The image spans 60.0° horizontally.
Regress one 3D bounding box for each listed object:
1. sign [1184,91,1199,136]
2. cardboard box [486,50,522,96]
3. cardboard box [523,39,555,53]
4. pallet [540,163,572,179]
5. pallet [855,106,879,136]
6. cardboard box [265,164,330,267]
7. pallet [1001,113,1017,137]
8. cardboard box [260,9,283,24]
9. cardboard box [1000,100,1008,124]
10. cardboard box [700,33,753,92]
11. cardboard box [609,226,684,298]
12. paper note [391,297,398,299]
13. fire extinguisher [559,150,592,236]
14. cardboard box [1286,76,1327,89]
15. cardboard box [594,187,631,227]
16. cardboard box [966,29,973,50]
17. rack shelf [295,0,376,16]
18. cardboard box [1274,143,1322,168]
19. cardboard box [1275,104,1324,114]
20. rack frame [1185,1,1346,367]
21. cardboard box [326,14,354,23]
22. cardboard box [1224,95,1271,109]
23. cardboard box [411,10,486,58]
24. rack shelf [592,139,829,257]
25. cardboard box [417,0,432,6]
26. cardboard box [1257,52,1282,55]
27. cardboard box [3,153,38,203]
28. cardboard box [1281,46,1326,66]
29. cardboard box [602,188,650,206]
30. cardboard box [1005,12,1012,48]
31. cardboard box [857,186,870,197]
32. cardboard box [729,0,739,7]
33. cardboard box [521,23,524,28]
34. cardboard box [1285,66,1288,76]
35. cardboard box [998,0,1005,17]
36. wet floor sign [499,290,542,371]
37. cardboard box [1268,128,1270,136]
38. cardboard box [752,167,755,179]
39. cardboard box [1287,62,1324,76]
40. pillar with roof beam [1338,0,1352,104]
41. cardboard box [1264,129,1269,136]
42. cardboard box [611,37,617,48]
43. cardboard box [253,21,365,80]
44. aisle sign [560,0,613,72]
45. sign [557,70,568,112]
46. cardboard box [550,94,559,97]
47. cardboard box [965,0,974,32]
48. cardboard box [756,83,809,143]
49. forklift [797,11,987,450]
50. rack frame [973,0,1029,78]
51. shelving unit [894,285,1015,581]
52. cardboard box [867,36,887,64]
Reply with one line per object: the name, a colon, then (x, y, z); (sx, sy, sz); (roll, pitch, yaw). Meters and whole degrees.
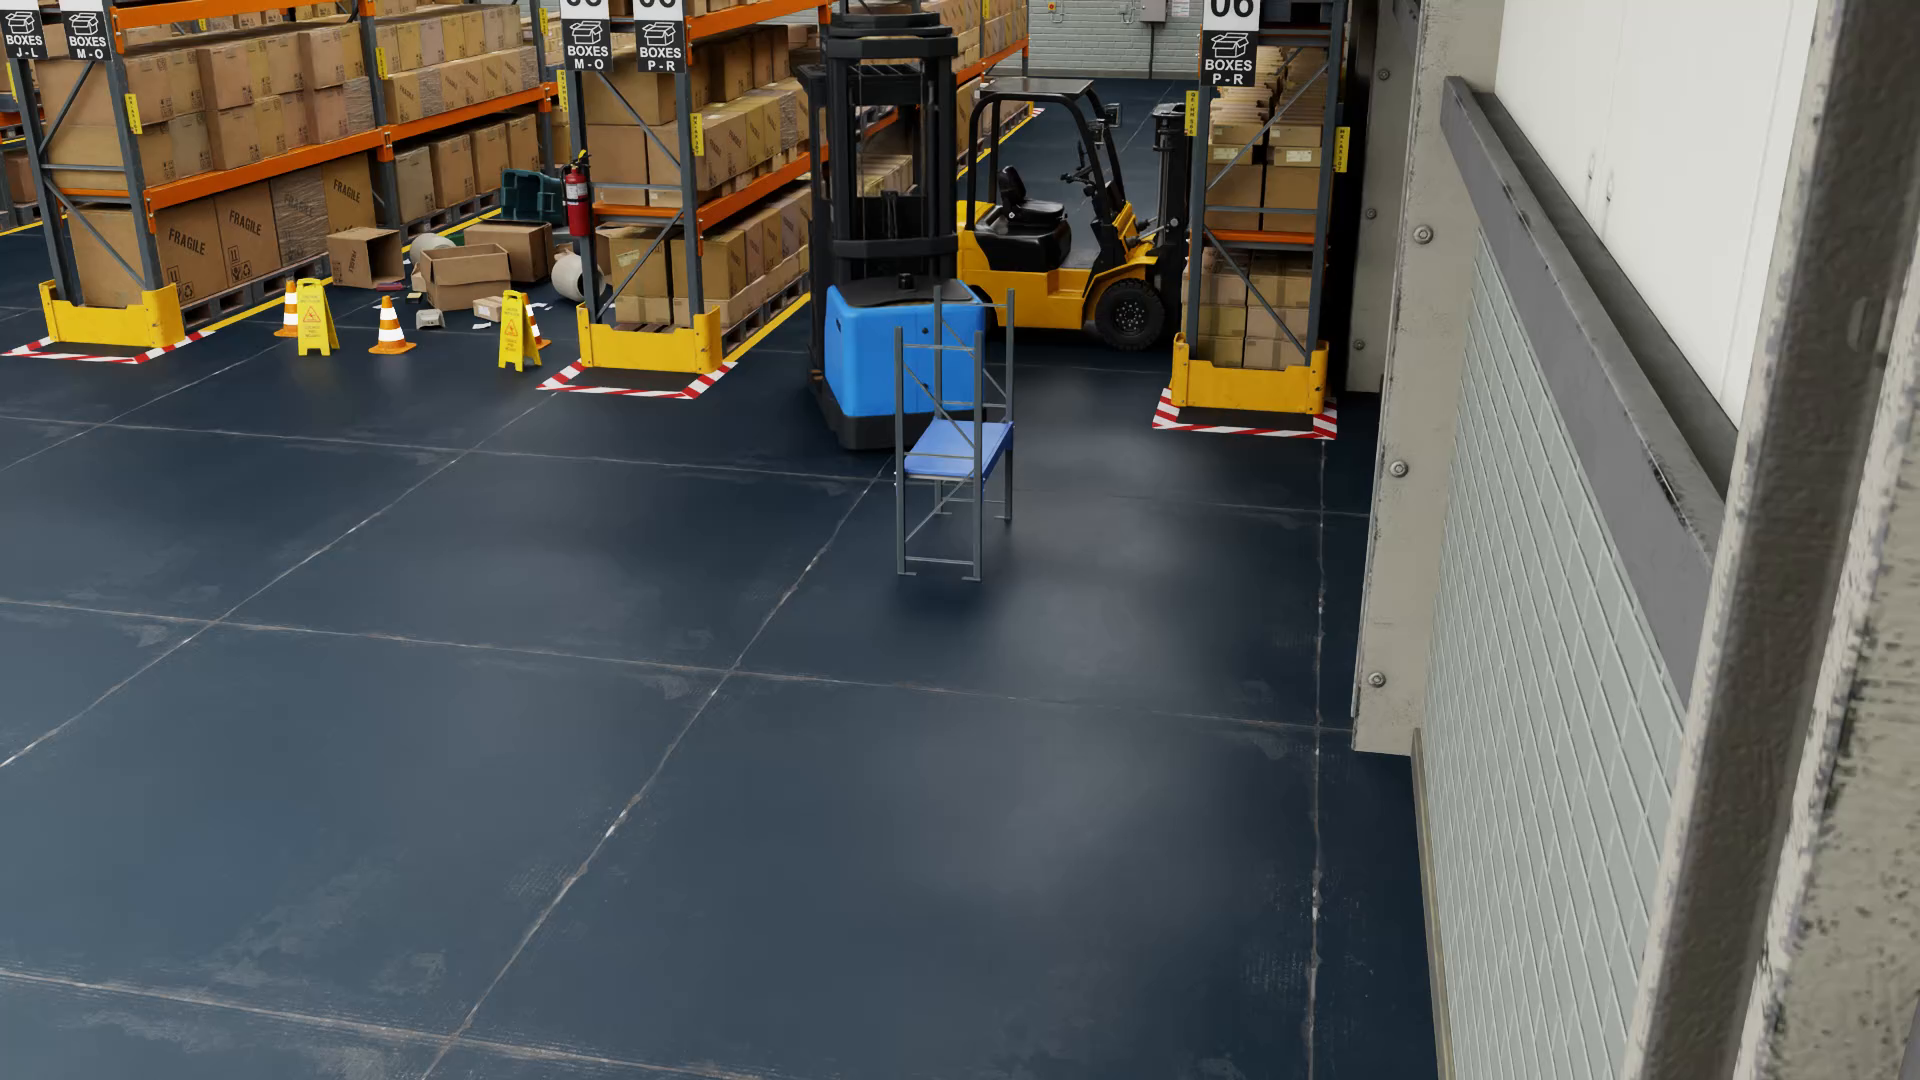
sign: (1.720, -3.159, 12.314); (0.100, 0.325, 0.005); (4, 22, 11)
cardboard box: (-5.778, -5.787, 20.574); (0.500, 0.500, 0.500); (4, 22, 11)
cardboard box: (-5.551, -6.486, 21.819); (0.380, 0.149, 0.250); (5, 23, 13)
pallet: (-5.685, -5.101, 22.735); (1.003, 0.211, 1.213); (4, 22, 11)
pallet: (-1.497, -4.484, 17.730); (1.003, 0.211, 1.213); (4, 22, 11)
cardboard box: (-7.039, -3.300, 16.814); (0.875, 0.875, 0.875); (5, 22, 11)
pallet: (0.316, -6.657, 26.600); (1.003, 0.211, 1.213); (4, 22, 11)
cardboard box: (-10.250, -7.785, 24.192); (0.797, 0.503, 0.637); (5, 23, 13)
cardboard box: (0.252, -6.786, 26.055); (0.875, 0.438, 0.875); (4, 22, 9)
cardboard box: (-2.352, -4.442, 15.498); (0.700, 0.500, 0.500); (4, 22, 10)
cardboard box: (-2.703, -2.422, 14.467); (0.500, 0.500, 0.500); (5, 22, 11)
paper note: (-5.516, -2.346, 16.164); (0.032, 0.001, 0.123); (18, 28, 38)
fire extinguisher: (-3.086, -2.800, 13.393); (0.296, 0.674, 0.183); (4, 22, 11)
cardboard box: (3.204, -4.185, 15.329); (0.380, 0.149, 0.250); (4, 22, 9)
cardboard box: (-3.544, -3.622, 17.663); (0.500, 0.500, 0.500); (4, 22, 11)
cardboard box: (-0.110, -7.030, 23.325); (0.500, 0.250, 0.500); (5, 22, 12)
rack shelf: (-6.254, -6.435, 19.263); (1.077, 0.370, 4.000); (4, 22, 11)
cardboard box: (2.572, -2.917, 12.578); (0.380, 0.149, 0.250); (4, 22, 10)
cardboard box: (2.747, -3.435, 13.468); (0.380, 0.149, 0.250); (5, 23, 13)
rack frame: (2.248, -2.465, 12.459); (1.000, 3.000, 0.127); (4, 22, 11)
cardboard box: (-9.693, -7.841, 25.673); (0.500, 0.500, 0.500); (5, 22, 11)
cardboard box: (2.422, -3.659, 14.023); (0.380, 0.149, 0.250); (5, 22, 12)
cardboard box: (-6.151, -6.082, 19.968); (0.700, 0.500, 0.500); (4, 22, 10)
rack shelf: (-2.203, -3.240, 15.346); (1.077, 0.370, 4.000); (4, 22, 11)
cardboard box: (-9.513, -9.528, 28.794); (0.500, 0.500, 0.500); (4, 22, 10)
cardboard box: (3.447, -5.450, 18.869); (0.380, 0.149, 0.250); (5, 22, 12)
cardboard box: (-11.351, -4.328, 19.842); (0.700, 0.500, 0.500); (3, 22, 7)
cardboard box: (4.139, -5.808, 20.065); (0.500, 0.500, 0.500); (6, 23, 13)
cardboard box: (-2.745, -2.879, 13.822); (0.380, 0.149, 0.250); (5, 23, 13)
cardboard box: (0.509, -7.982, 26.025); (0.500, 0.500, 0.500); (5, 22, 13)
cardboard box: (-1.547, -3.736, 18.570); (0.950, 0.372, 0.625); (6, 23, 14)
cardboard box: (-2.096, -4.601, 14.082); (0.380, 0.149, 0.250); (4, 22, 9)
cardboard box: (-6.088, -6.864, 22.360); (0.380, 0.149, 0.250); (5, 23, 13)
cardboard box: (3.448, -5.227, 18.847); (0.500, 0.250, 0.500); (5, 23, 13)
cardboard box: (0.396, -8.267, 25.394); (0.500, 0.500, 0.500); (5, 22, 12)
wet floor sign: (-3.698, -1.762, 13.865); (0.267, 0.644, 0.232); (13, 25, 29)
cardboard box: (2.403, -3.273, 14.331); (0.500, 0.500, 0.500); (5, 22, 11)
cardboard box: (-2.057, -3.306, 14.884); (0.380, 0.149, 0.250); (5, 23, 13)
cardboard box: (3.718, -5.041, 17.853); (0.380, 0.149, 0.250); (5, 22, 12)
pillar with roof beam: (2.731, -12.345, 28.960); (9.100, 9.000, 0.400); (4, 22, 11)
cardboard box: (2.422, -3.516, 14.066); (0.380, 0.149, 0.250); (4, 22, 11)
cardboard box: (-5.124, -7.109, 23.765); (0.380, 0.149, 0.250); (3, 22, 9)
cardboard box: (-6.771, -5.084, 17.315); (0.875, 0.550, 0.550); (4, 22, 11)
aisle sign: (-2.908, -4.047, 12.908); (0.394, 0.787, 0.004); (4, 22, 11)
sign: (-3.151, -3.575, 13.243); (0.100, 0.325, 0.005); (4, 22, 11)
cardboard box: (-5.751, -6.132, 23.344); (0.500, 0.250, 0.500); (5, 22, 12)
cardboard box: (-0.107, -7.369, 23.162); (0.500, 0.500, 0.500); (5, 22, 12)
cardboard box: (-1.741, -4.119, 16.034); (0.500, 0.500, 0.500); (5, 23, 13)
forklift: (-0.616, -2.516, 12.677); (1.130, 2.935, 3.031); (-5, 22, -11)
rack frame: (0.653, -8.694, 27.925); (1.000, 3.000, 0.127); (4, 22, 11)
shelving unit: (-0.017, -0.665, 9.996); (0.538, 1.500, 1.048); (4, 22, 11)
cardboard box: (-1.109, -5.385, 18.616); (0.500, 0.500, 0.500); (4, 22, 9)
